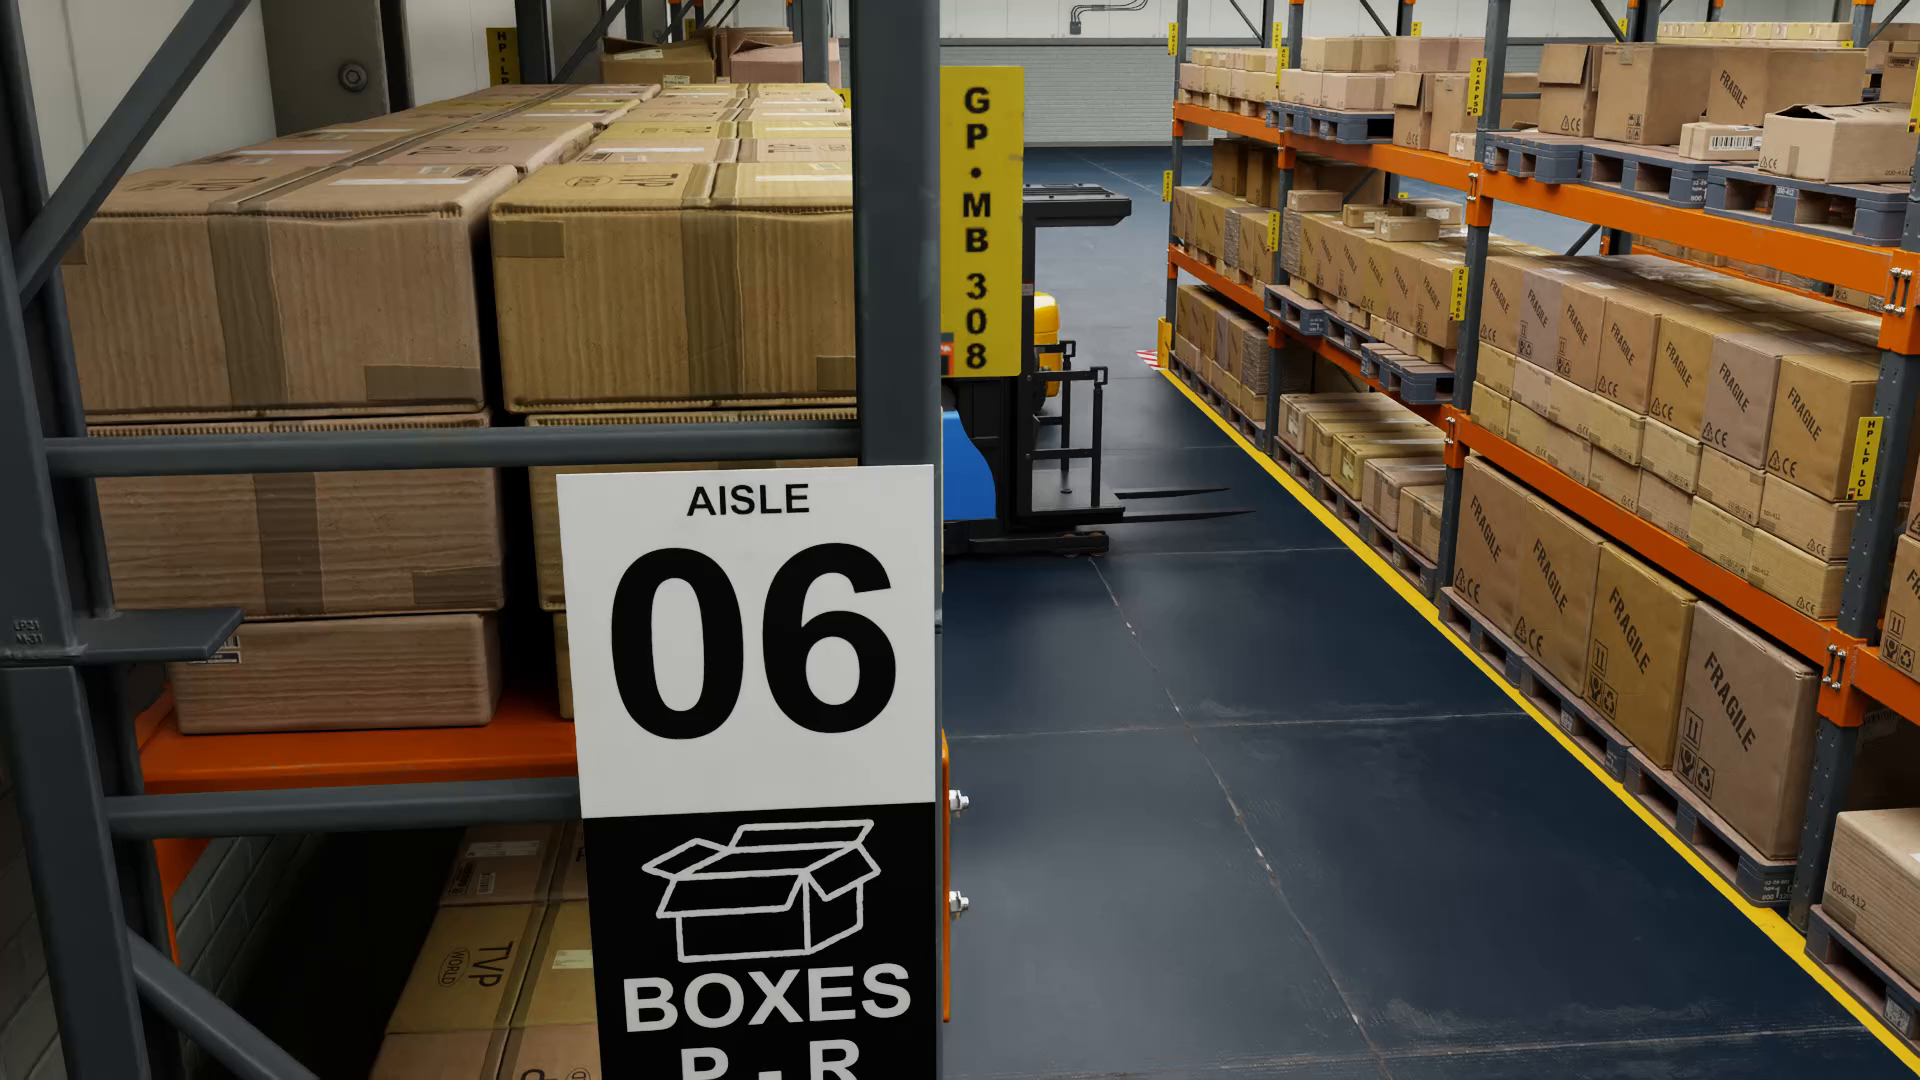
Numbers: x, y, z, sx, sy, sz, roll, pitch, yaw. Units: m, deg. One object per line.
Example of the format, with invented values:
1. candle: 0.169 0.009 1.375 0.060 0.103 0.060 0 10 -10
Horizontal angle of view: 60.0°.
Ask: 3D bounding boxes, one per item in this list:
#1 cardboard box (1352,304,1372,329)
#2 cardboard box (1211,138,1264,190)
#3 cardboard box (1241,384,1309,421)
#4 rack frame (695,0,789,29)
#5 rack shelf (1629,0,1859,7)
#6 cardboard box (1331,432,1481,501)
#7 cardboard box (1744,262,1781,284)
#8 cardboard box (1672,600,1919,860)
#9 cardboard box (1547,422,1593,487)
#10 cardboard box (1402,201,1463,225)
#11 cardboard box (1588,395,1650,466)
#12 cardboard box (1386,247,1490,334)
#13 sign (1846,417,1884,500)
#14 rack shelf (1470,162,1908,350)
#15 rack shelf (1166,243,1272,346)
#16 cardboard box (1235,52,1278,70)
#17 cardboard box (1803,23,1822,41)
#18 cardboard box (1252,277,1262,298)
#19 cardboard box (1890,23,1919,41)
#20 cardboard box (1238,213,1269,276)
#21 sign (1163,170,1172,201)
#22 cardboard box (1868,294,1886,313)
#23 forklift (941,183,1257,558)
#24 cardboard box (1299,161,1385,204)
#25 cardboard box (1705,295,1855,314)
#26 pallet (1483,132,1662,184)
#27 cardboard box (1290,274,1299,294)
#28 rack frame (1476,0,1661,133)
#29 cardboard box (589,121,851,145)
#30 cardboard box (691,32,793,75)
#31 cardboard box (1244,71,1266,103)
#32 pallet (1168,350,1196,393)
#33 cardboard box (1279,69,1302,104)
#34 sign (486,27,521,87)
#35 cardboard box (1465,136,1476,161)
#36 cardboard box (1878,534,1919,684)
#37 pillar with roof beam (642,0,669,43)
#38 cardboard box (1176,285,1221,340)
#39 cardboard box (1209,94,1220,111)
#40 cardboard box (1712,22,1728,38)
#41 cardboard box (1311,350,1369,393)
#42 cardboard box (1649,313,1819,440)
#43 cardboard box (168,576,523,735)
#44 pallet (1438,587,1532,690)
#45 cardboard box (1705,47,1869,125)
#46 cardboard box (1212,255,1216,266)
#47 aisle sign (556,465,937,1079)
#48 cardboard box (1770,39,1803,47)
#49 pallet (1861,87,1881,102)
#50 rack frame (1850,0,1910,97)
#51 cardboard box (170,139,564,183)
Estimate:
1. cardboard box: 3.082 -1.637 12.102 0.380 0.149 0.250 -2 18 -7
2. cardboard box: 3.033 -3.912 17.296 0.700 0.500 0.500 -2 18 -7
3. cardboard box: 2.848 -1.255 15.056 0.500 0.250 0.500 -1 17 -3
4. rack frame: -2.174 -6.098 16.578 1.000 3.000 0.127 -2 18 -6
5. rack shelf: 7.883 -5.306 15.922 1.077 0.370 4.000 -2 18 -6
6. cardboard box: 3.383 -0.568 12.664 0.950 0.372 0.625 -1 17 -4
7. cardboard box: 7.960 -2.726 15.602 0.875 0.550 0.550 -2 18 -6
8. cardboard box: 3.857 0.816 7.416 0.875 0.875 0.875 -1 17 -4
9. cardboard box: 3.508 -0.473 8.926 0.500 0.250 0.500 -1 17 -4
10. cardboard box: 3.584 -2.482 12.626 0.380 0.149 0.250 -3 18 -8
11. cardboard box: 3.526 -0.561 8.371 0.500 0.250 0.500 -1 17 -5
12. cardboard box: 3.201 -1.677 11.148 0.500 0.500 0.500 -2 18 -7
13. sign: 3.462 -0.310 6.356 0.100 0.325 0.005 -2 18 -6
14. rack shelf: 3.795 -1.499 8.137 1.077 0.370 4.000 -2 18 -6
15. rack shelf: 2.970 -2.451 16.178 1.077 0.370 4.000 -2 18 -6
16. cardboard box: 2.725 -4.362 15.145 0.380 0.149 0.250 -2 17 -5
17. cardboard box: 7.708 -4.496 14.702 0.380 0.149 0.250 -2 18 -6
18. cardboard box: 2.807 -2.239 14.721 0.380 0.149 0.250 -1 17 -4
19. cardboard box: 8.390 -4.440 14.525 0.380 0.149 0.250 -2 18 -5
20. cardboard box: 2.823 -2.666 14.998 0.500 0.500 0.500 -1 17 -4
21. sign: 2.224 -3.787 17.785 0.100 0.325 0.005 -2 18 -6
22. cardboard box: 7.928 -2.114 13.736 0.500 0.500 0.500 -2 18 -5
23. forklift: 0.615 -1.428 11.832 3.031 2.935 1.130 -3 18 -9
24. cardboard box: 3.346 -3.003 14.402 0.700 0.500 0.500 -2 18 -6
25. cardboard box: 4.053 -0.934 8.308 0.500 0.500 0.500 -2 18 -7
26. pallet: 3.708 -2.158 9.350 1.213 0.211 1.003 -1 17 -3
27. cardboard box: 2.919 -2.105 13.591 0.380 0.149 0.250 -2 17 -5
28. rack frame: 3.588 -3.869 9.478 1.000 3.000 0.127 -2 18 -6
29. cardboard box: -0.418 -0.650 3.152 0.500 0.250 0.500 -2 18 -6
30. cardboard box: -1.332 -2.950 10.523 0.700 0.500 0.500 -2 18 -7
31. cardboard box: 2.809 -3.974 14.573 0.500 0.250 0.500 -2 18 -7
32. pallet: 2.820 -1.794 17.539 1.003 0.211 1.213 -2 18 -6
33. cardboard box: 2.837 -3.572 13.089 0.500 0.250 0.500 -2 18 -7
34. sign: -1.487 -1.508 5.445 0.100 0.325 0.005 -2 18 -6
35. cardboard box: 3.347 -2.405 10.243 0.380 0.149 0.250 -2 18 -6
36. cardboard box: 3.789 0.285 6.094 0.500 0.500 0.500 -1 17 -4
37. pillar with roof beam: 1.284 -5.996 16.252 9.100 9.000 0.400 -2 18 -6
38. cardboard box: 2.574 -2.381 17.390 0.500 0.500 0.500 -2 18 -7
39. cardboard box: 2.612 -4.208 15.984 0.380 0.149 0.250 -2 17 -5
40. cardboard box: 7.551 -4.949 16.145 0.380 0.149 0.250 -2 17 -5
41. cardboard box: 3.384 -1.629 14.995 0.500 0.500 0.500 -1 17 -3
42. cardboard box: 3.612 -0.771 7.788 0.500 0.500 0.500 -1 17 -4
43. cardboard box: -0.786 0.132 2.162 0.380 0.149 0.250 -1 17 -4
44. pallet: 3.595 0.561 10.038 1.003 0.211 1.213 -2 18 -6
45. cardboard box: 4.059 -2.170 8.205 0.500 0.500 0.500 -2 18 -5
46. cardboard box: 2.707 -2.777 16.433 0.380 0.149 0.250 -1 17 -4
47. aisle sign: -0.224 0.302 1.867 0.394 0.787 0.004 -2 18 -6
48. cardboard box: 7.731 -4.421 15.128 0.500 0.250 0.500 -2 18 -6
49. pallet: 8.015 -4.015 15.097 1.003 0.211 1.213 -2 18 -6
50. rack frame: 8.089 -5.244 13.857 1.000 3.000 0.127 -2 18 -6
51. cardboard box: -0.900 -0.488 2.634 0.500 0.250 0.500 -2 18 -7
